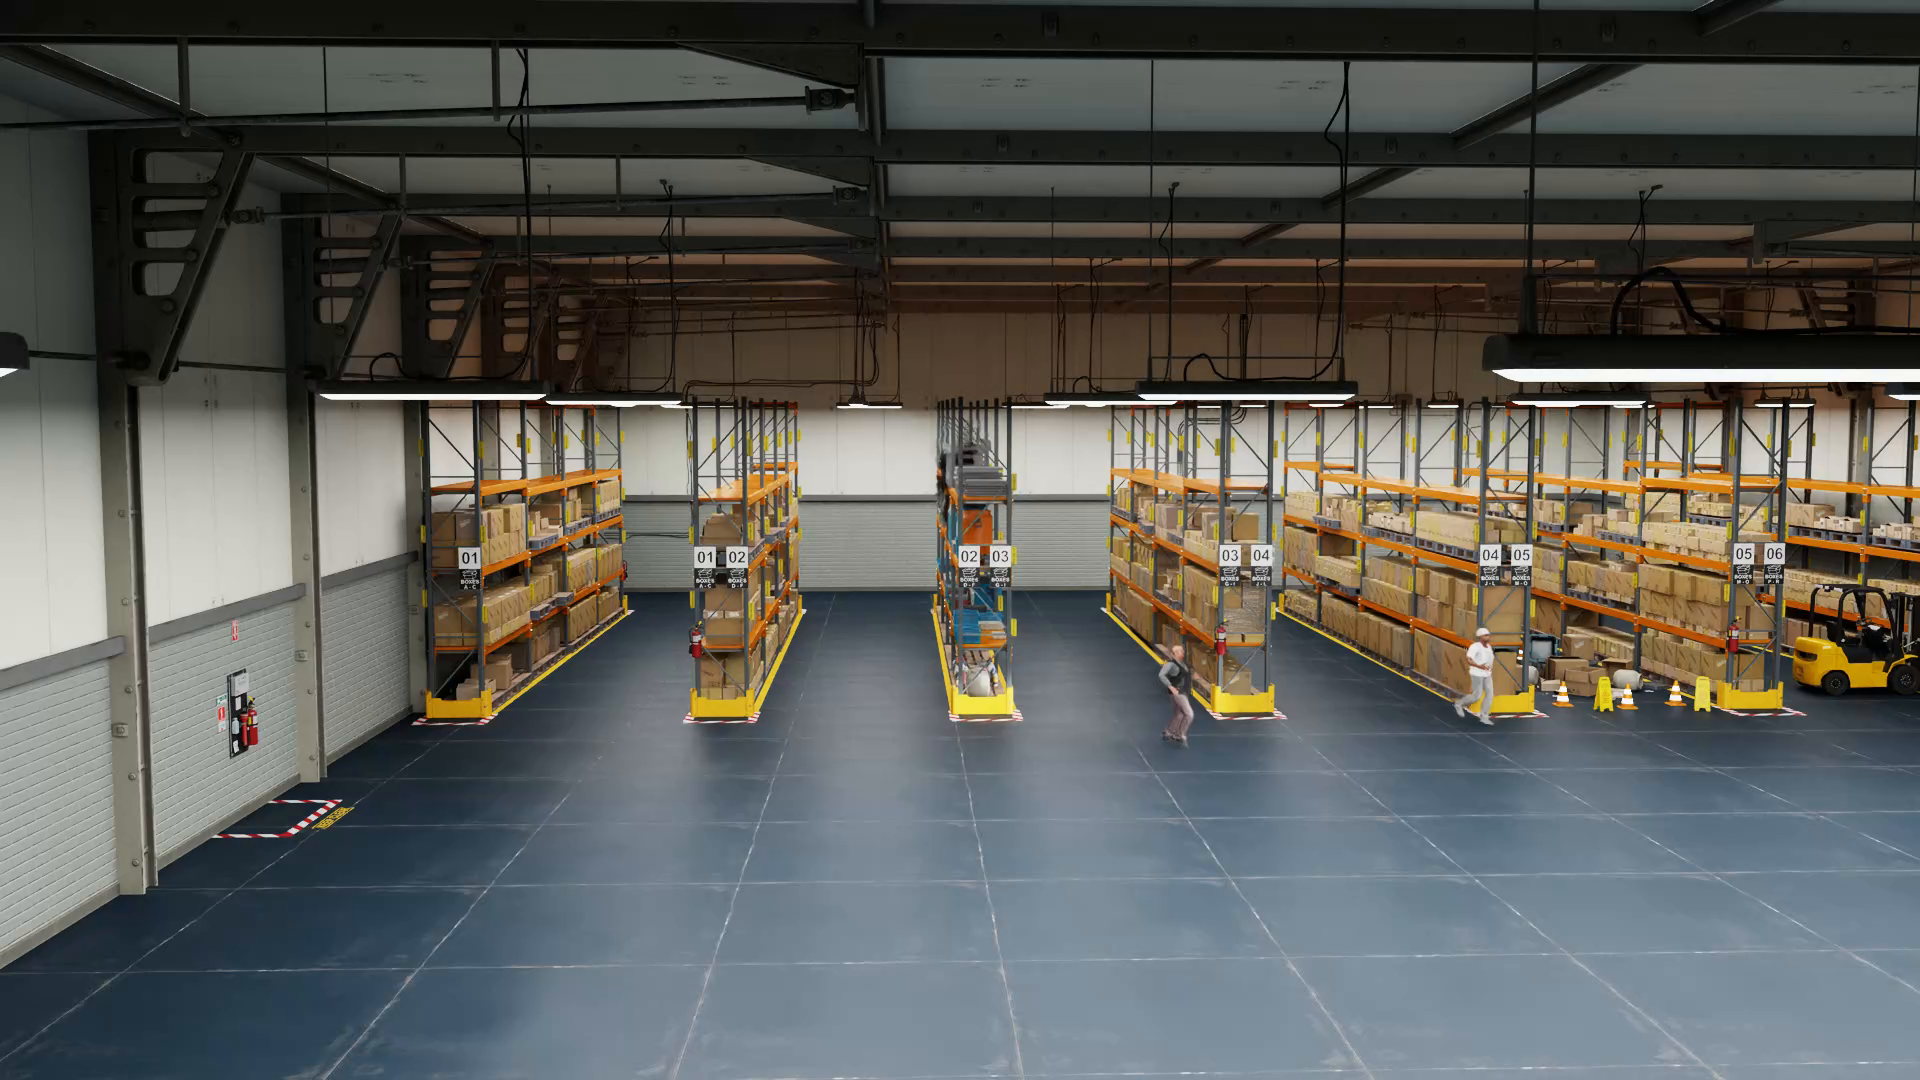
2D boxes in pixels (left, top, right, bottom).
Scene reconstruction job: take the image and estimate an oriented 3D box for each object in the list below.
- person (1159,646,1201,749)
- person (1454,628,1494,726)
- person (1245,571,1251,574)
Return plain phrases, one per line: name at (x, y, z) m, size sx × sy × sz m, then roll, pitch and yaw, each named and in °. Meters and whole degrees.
person at (3.756, 2.682, 28.349) m, size 0.711 × 1.769 × 0.636 m, roll 2°, pitch 5°, yaw 28°
person at (9.559, 2.492, 30.633) m, size 0.718 × 1.761 × 0.835 m, roll -3°, pitch 5°, yaw -36°
person at (8.069, 1.180, 48.061) m, size 0.740 × 1.680 × 0.582 m, roll 3°, pitch 5°, yaw 32°
